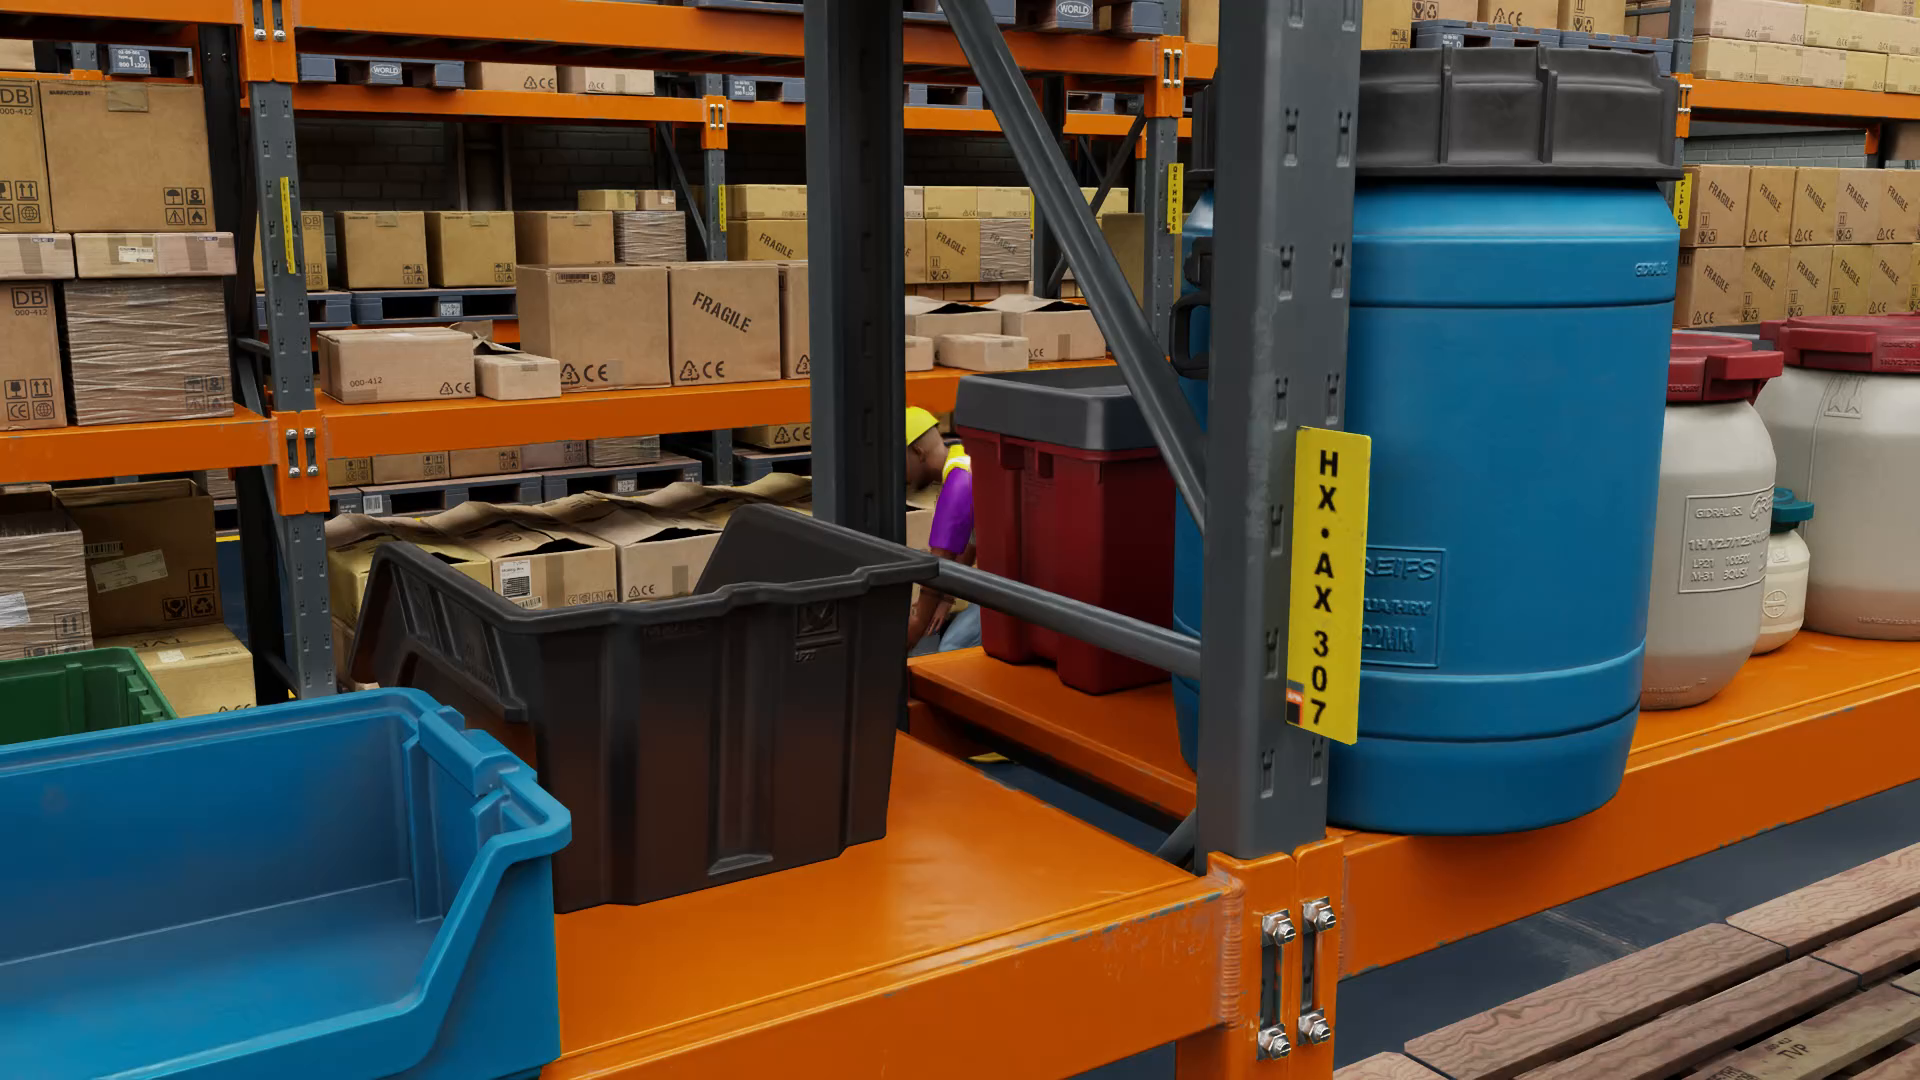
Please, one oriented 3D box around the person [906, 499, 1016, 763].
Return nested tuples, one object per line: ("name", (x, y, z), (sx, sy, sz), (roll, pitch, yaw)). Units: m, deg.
("person", (0.000, 0.303, 6.339), (0.971, 0.988, 0.536), (2, 11, 11))
